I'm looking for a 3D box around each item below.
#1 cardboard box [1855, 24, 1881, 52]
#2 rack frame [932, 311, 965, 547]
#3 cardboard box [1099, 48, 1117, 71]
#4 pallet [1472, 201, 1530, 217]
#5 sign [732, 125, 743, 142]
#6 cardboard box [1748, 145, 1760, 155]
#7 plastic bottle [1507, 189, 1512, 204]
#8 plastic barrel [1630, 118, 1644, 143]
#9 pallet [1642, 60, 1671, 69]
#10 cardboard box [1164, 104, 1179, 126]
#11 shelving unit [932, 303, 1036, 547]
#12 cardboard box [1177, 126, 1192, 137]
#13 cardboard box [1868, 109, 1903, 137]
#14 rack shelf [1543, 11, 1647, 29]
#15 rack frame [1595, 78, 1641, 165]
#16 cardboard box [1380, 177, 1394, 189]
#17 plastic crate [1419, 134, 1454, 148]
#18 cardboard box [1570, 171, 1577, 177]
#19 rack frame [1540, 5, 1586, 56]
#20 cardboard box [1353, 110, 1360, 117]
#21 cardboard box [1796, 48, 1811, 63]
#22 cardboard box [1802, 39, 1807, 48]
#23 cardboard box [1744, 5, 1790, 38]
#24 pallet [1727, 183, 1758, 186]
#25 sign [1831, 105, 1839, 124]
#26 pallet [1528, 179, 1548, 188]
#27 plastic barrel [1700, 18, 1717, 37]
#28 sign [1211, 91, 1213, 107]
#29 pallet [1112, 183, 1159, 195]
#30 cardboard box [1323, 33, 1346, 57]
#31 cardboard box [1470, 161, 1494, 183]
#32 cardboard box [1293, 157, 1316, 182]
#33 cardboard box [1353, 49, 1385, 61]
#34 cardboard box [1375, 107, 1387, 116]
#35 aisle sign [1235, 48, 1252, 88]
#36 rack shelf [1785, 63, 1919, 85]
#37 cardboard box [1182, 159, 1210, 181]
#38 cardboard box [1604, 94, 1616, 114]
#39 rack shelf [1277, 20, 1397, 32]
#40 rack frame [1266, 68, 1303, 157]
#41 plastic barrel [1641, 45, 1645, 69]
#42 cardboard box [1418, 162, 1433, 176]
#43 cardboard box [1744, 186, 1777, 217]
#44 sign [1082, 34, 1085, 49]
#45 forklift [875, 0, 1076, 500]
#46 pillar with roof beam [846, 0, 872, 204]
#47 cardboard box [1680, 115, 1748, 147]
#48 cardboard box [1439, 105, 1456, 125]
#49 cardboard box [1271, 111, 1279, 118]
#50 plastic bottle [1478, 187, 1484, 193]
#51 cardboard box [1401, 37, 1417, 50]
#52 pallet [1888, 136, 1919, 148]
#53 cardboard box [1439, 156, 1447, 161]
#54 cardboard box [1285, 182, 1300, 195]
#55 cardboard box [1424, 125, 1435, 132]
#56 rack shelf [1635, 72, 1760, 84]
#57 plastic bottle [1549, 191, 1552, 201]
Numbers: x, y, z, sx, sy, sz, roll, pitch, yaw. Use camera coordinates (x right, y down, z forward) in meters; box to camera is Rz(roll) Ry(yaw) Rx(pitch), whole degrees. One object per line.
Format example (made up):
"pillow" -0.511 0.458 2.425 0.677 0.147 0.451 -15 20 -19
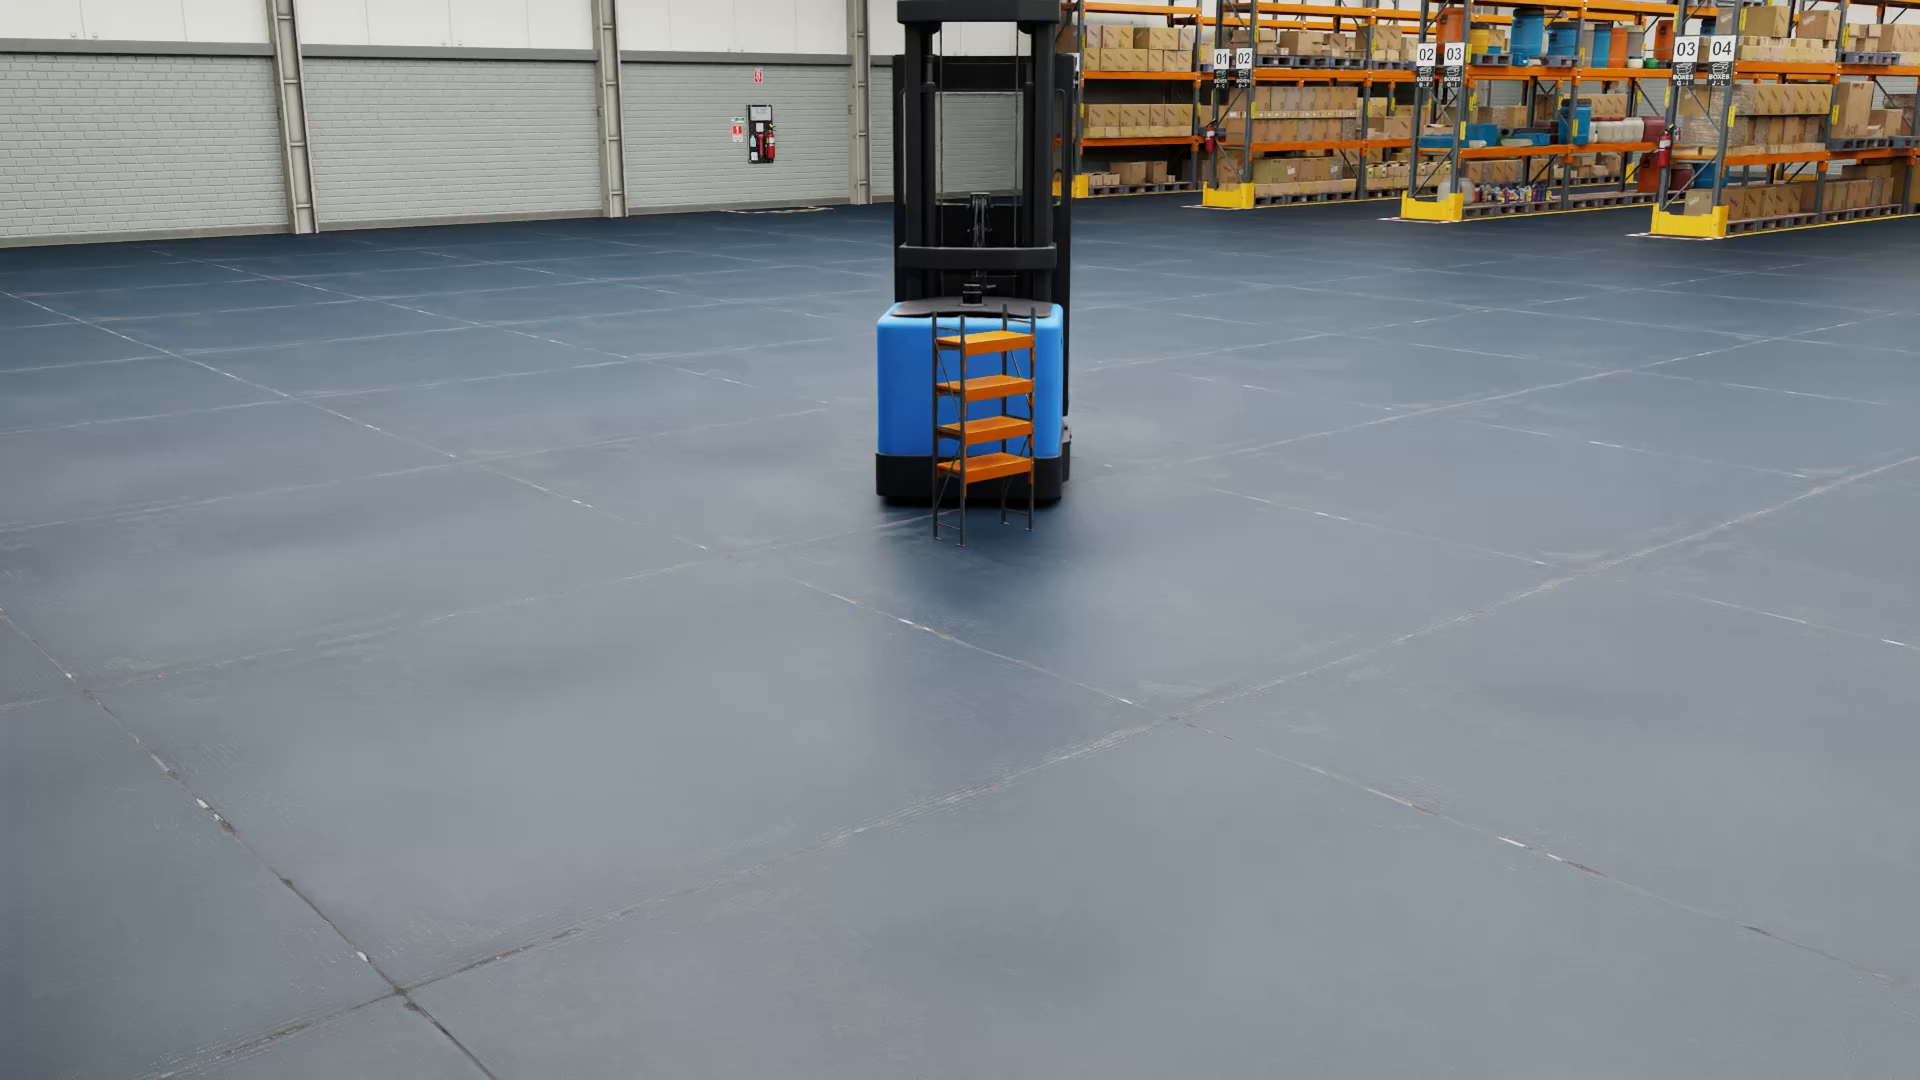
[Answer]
"cardboard box" 16.320 -9.167 30.429 0.637 0.503 0.797 -12 19 -37
"rack frame" -0.059 -0.566 8.545 0.015 1.200 0.240 -13 19 -39
"cardboard box" 3.263 -11.059 38.295 0.500 0.500 0.500 -11 19 -36
"pallet" 10.484 -6.548 32.856 1.213 0.211 1.003 -13 19 -39
"sign" -4.522 -8.263 33.802 0.234 0.329 0.001 -13 19 -39
"cardboard box" 13.312 -6.613 28.181 0.250 0.149 0.380 -13 19 -39
"plastic bottle" 10.752 -6.730 32.568 0.097 0.271 0.097 0 15 0
"plastic barrel" 14.321 -8.725 35.383 0.421 0.512 0.421 0 15 0
"pallet" 15.598 -10.355 36.257 1.213 0.211 1.003 -13 19 -39
"cardboard box" 4.909 -10.211 39.964 0.500 0.500 0.500 -13 20 -40
"shelving unit" 0.125 -0.608 8.700 0.503 1.200 0.258 -13 19 -39
"cardboard box" 5.277 -9.935 40.385 0.500 0.250 0.500 -13 19 -39
"cardboard box" 17.471 -7.960 31.730 0.500 0.500 0.700 -9 18 -31
"rack shelf" 16.234 -13.417 42.943 4.000 0.370 1.077 -13 19 -39
"rack frame" 17.743 -11.207 44.892 0.127 3.000 1.000 -13 19 -39
"cardboard box" 9.544 -8.155 37.981 0.500 0.250 0.500 -12 19 -38
"plastic crate" 9.103 -7.602 31.687 0.616 0.251 0.499 -13 19 -39
"cardboard box" 15.830 -9.550 43.328 0.250 0.166 0.380 -13 19 -39
"rack frame" 11.939 -11.107 32.895 0.127 3.000 1.000 -13 19 -39
"cardboard box" 8.626 -9.448 36.856 0.250 0.149 0.380 -13 20 -39
"cardboard box" 14.236 -8.319 28.561 0.500 0.250 0.500 -13 20 -40
"cardboard box" 14.306 -8.535 28.594 0.250 0.149 0.380 -12 19 -37
"cardboard box" 13.470 -8.649 27.764 0.500 0.500 0.500 -13 20 -40
"pallet" 18.503 -8.349 39.597 1.213 0.211 1.003 -13 19 -39
"sign" 15.552 -7.558 29.557 0.005 0.325 0.100 -13 19 -39
"pallet" 14.137 -9.037 42.172 1.213 0.211 1.003 -13 19 -39
"plastic barrel" 16.787 -11.139 37.043 0.708 0.901 0.600 -13 19 -39
"sign" 5.327 -9.278 34.969 0.005 0.325 0.100 -13 19 -39
"pallet" 4.032 -8.462 40.020 1.213 0.211 1.003 -13 19 -39
"cardboard box" 8.137 -10.908 36.682 0.500 0.500 0.500 -11 18 -35
"cardboard box" 12.630 -8.967 40.501 0.500 0.500 0.500 -14 20 -41
"cardboard box" 7.357 -8.034 36.076 0.500 0.500 0.500 -13 19 -39
"cardboard box" 9.161 -10.856 37.243 0.500 0.250 0.500 -10 18 -34
"cardboard box" 11.288 -11.567 45.433 0.500 0.500 0.500 -13 20 -40
"aisle sign" 5.824 -9.681 34.144 0.004 0.787 0.394 -13 19 -39
"rack shelf" 16.699 -8.685 31.033 4.000 0.370 1.077 -13 19 -39
"cardboard box" 5.980 -9.270 41.634 0.500 0.500 0.700 -12 19 -38
"cardboard box" 16.819 -11.435 43.614 0.500 0.500 0.500 -12 19 -38
"rack shelf" 9.962 -13.511 44.065 4.000 0.370 1.077 -13 19 -39
"rack frame" 8.453 -10.815 43.426 0.127 3.000 1.000 -13 19 -39
"plastic barrel" 14.521 -10.397 35.831 0.421 0.512 0.421 0 15 0
"cardboard box" 10.704 -8.686 38.883 0.500 0.311 0.500 -13 20 -40
"cardboard box" 14.019 -5.961 29.283 0.500 0.500 0.500 14 20 42
"sign" 2.775 -11.226 37.458 0.005 0.325 0.100 -13 19 -39
"forklift" 0.158 -1.969 10.441 1.130 2.935 3.031 1 15 4
"pillar with roof beam" 0.678 -10.791 31.710 0.400 9.000 9.100 -13 19 -39
"cardboard box" 12.606 -6.847 27.800 0.500 0.500 0.875 -13 19 -39
"cardboard box" 13.569 -12.101 47.661 0.700 0.700 0.980 -13 20 -40
"cardboard box" 6.497 -8.970 35.067 0.250 0.149 0.380 -13 19 -39
"plastic bottle" 10.332 -6.885 33.139 0.135 0.276 0.152 -13 20 -41
"cardboard box" 12.193 -13.549 45.679 0.500 0.500 0.500 -13 20 -40
"pallet" 17.740 -7.688 32.091 1.003 0.211 1.213 -13 19 -39
"cardboard box" 13.648 -10.943 47.934 0.500 0.500 0.700 -13 20 -40
"cardboard box" 6.976 -7.588 35.860 0.500 0.250 0.500 -13 19 -39
"cardboard box" 10.906 -9.694 39.404 0.500 0.311 0.500 -13 20 -40
"rack shelf" 16.465 -10.327 37.180 4.000 0.370 1.077 -13 19 -39
"plastic bottle" 11.870 -6.947 33.516 0.097 0.201 0.097 0 15 0
